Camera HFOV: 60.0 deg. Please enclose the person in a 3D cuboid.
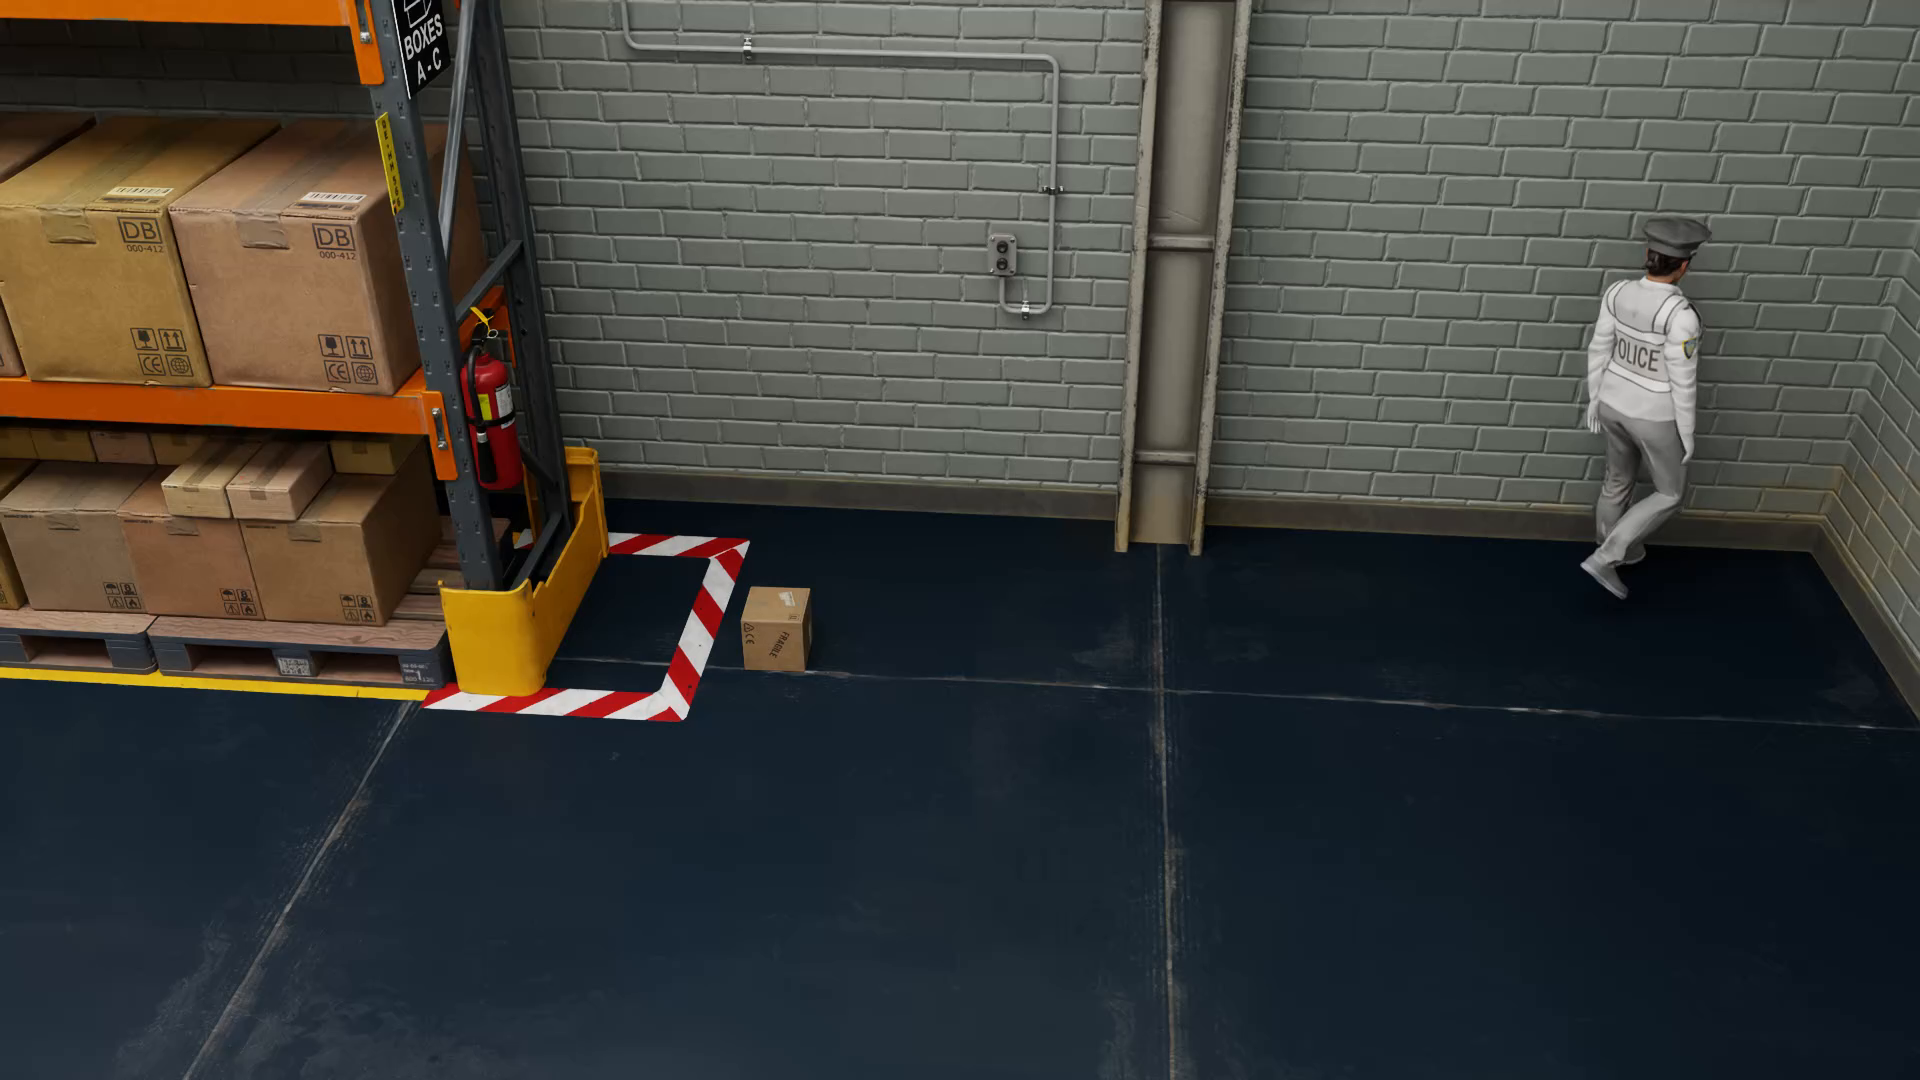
[{"bbox_3d":[2.859,-0.532,6.941,0.621,1.661,0.520,-15,35,-22],"label":"person"}]
